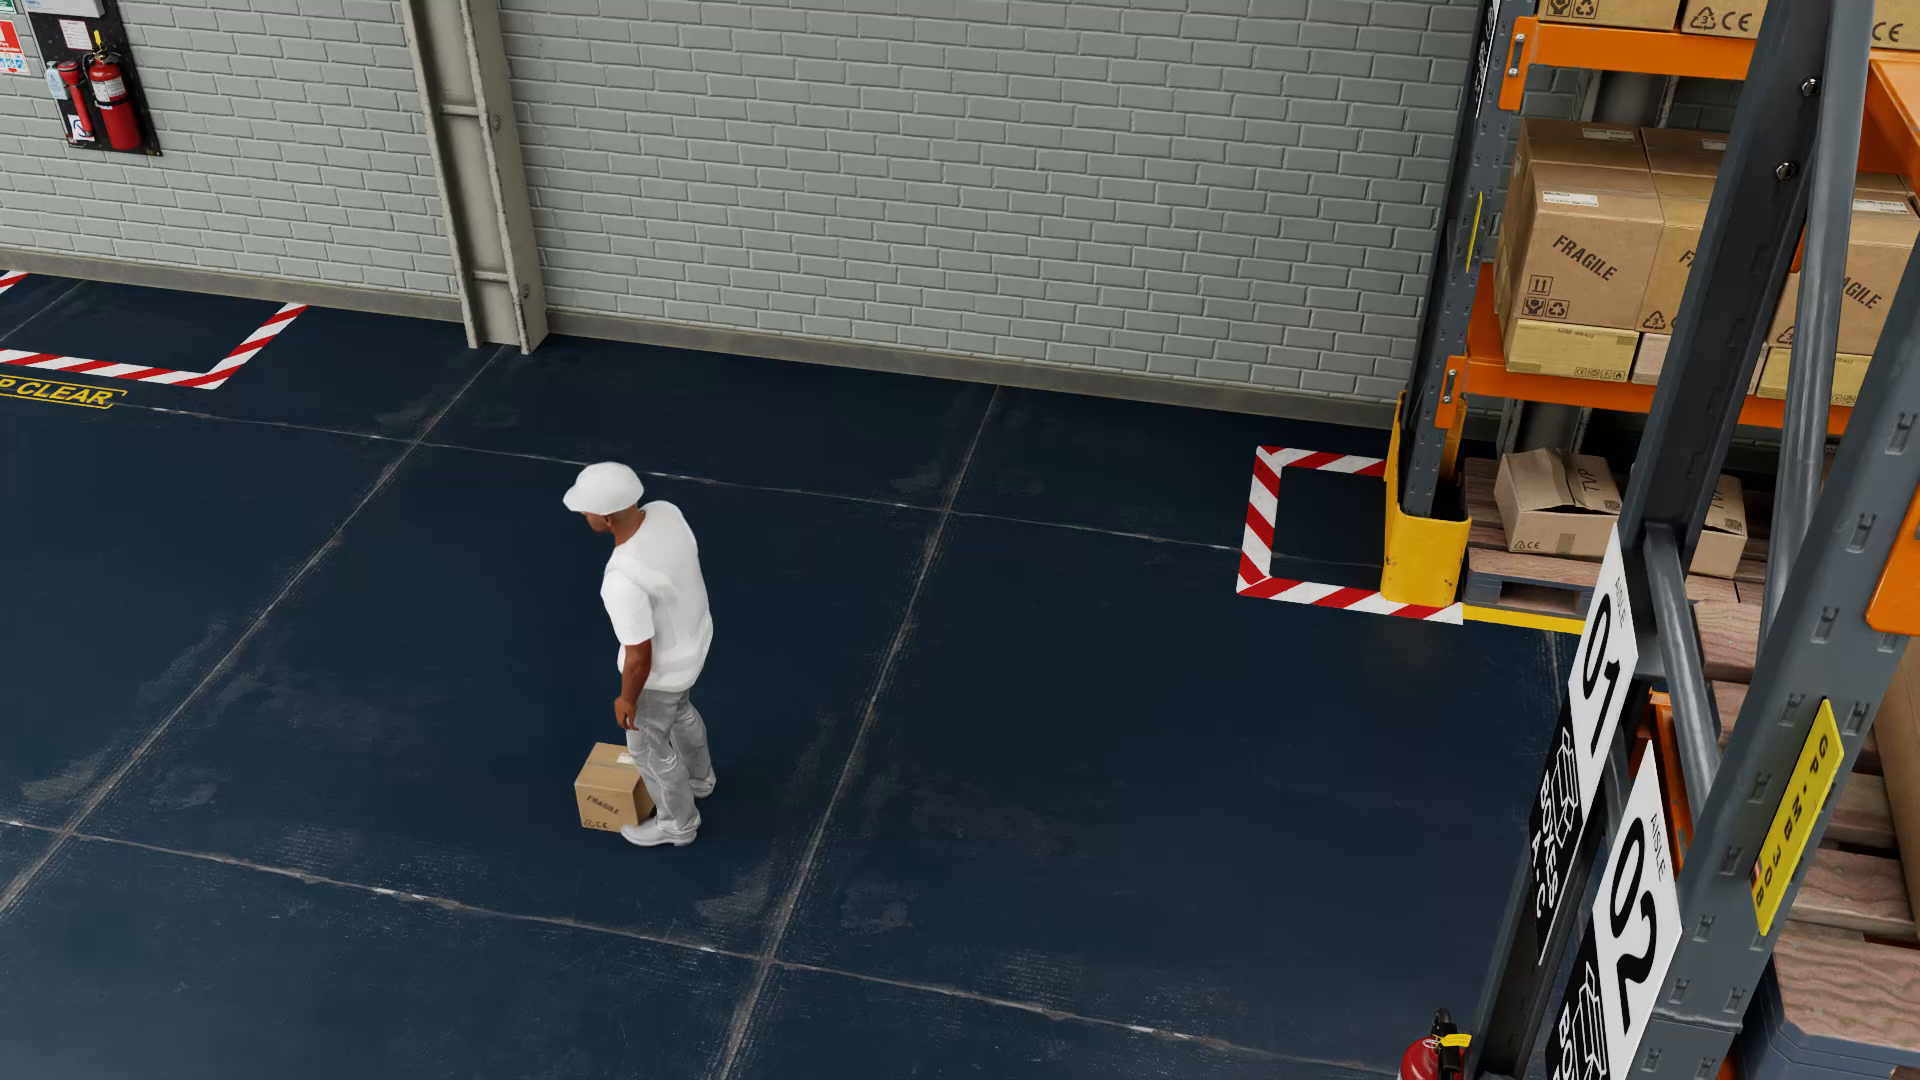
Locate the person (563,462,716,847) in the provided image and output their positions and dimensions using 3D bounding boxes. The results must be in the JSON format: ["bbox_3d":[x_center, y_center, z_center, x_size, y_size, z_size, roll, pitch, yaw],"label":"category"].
[{"bbox_3d":[-1.180,0.438,6.356,0.460,1.760,0.618,6,37,8],"label":"person"}]
